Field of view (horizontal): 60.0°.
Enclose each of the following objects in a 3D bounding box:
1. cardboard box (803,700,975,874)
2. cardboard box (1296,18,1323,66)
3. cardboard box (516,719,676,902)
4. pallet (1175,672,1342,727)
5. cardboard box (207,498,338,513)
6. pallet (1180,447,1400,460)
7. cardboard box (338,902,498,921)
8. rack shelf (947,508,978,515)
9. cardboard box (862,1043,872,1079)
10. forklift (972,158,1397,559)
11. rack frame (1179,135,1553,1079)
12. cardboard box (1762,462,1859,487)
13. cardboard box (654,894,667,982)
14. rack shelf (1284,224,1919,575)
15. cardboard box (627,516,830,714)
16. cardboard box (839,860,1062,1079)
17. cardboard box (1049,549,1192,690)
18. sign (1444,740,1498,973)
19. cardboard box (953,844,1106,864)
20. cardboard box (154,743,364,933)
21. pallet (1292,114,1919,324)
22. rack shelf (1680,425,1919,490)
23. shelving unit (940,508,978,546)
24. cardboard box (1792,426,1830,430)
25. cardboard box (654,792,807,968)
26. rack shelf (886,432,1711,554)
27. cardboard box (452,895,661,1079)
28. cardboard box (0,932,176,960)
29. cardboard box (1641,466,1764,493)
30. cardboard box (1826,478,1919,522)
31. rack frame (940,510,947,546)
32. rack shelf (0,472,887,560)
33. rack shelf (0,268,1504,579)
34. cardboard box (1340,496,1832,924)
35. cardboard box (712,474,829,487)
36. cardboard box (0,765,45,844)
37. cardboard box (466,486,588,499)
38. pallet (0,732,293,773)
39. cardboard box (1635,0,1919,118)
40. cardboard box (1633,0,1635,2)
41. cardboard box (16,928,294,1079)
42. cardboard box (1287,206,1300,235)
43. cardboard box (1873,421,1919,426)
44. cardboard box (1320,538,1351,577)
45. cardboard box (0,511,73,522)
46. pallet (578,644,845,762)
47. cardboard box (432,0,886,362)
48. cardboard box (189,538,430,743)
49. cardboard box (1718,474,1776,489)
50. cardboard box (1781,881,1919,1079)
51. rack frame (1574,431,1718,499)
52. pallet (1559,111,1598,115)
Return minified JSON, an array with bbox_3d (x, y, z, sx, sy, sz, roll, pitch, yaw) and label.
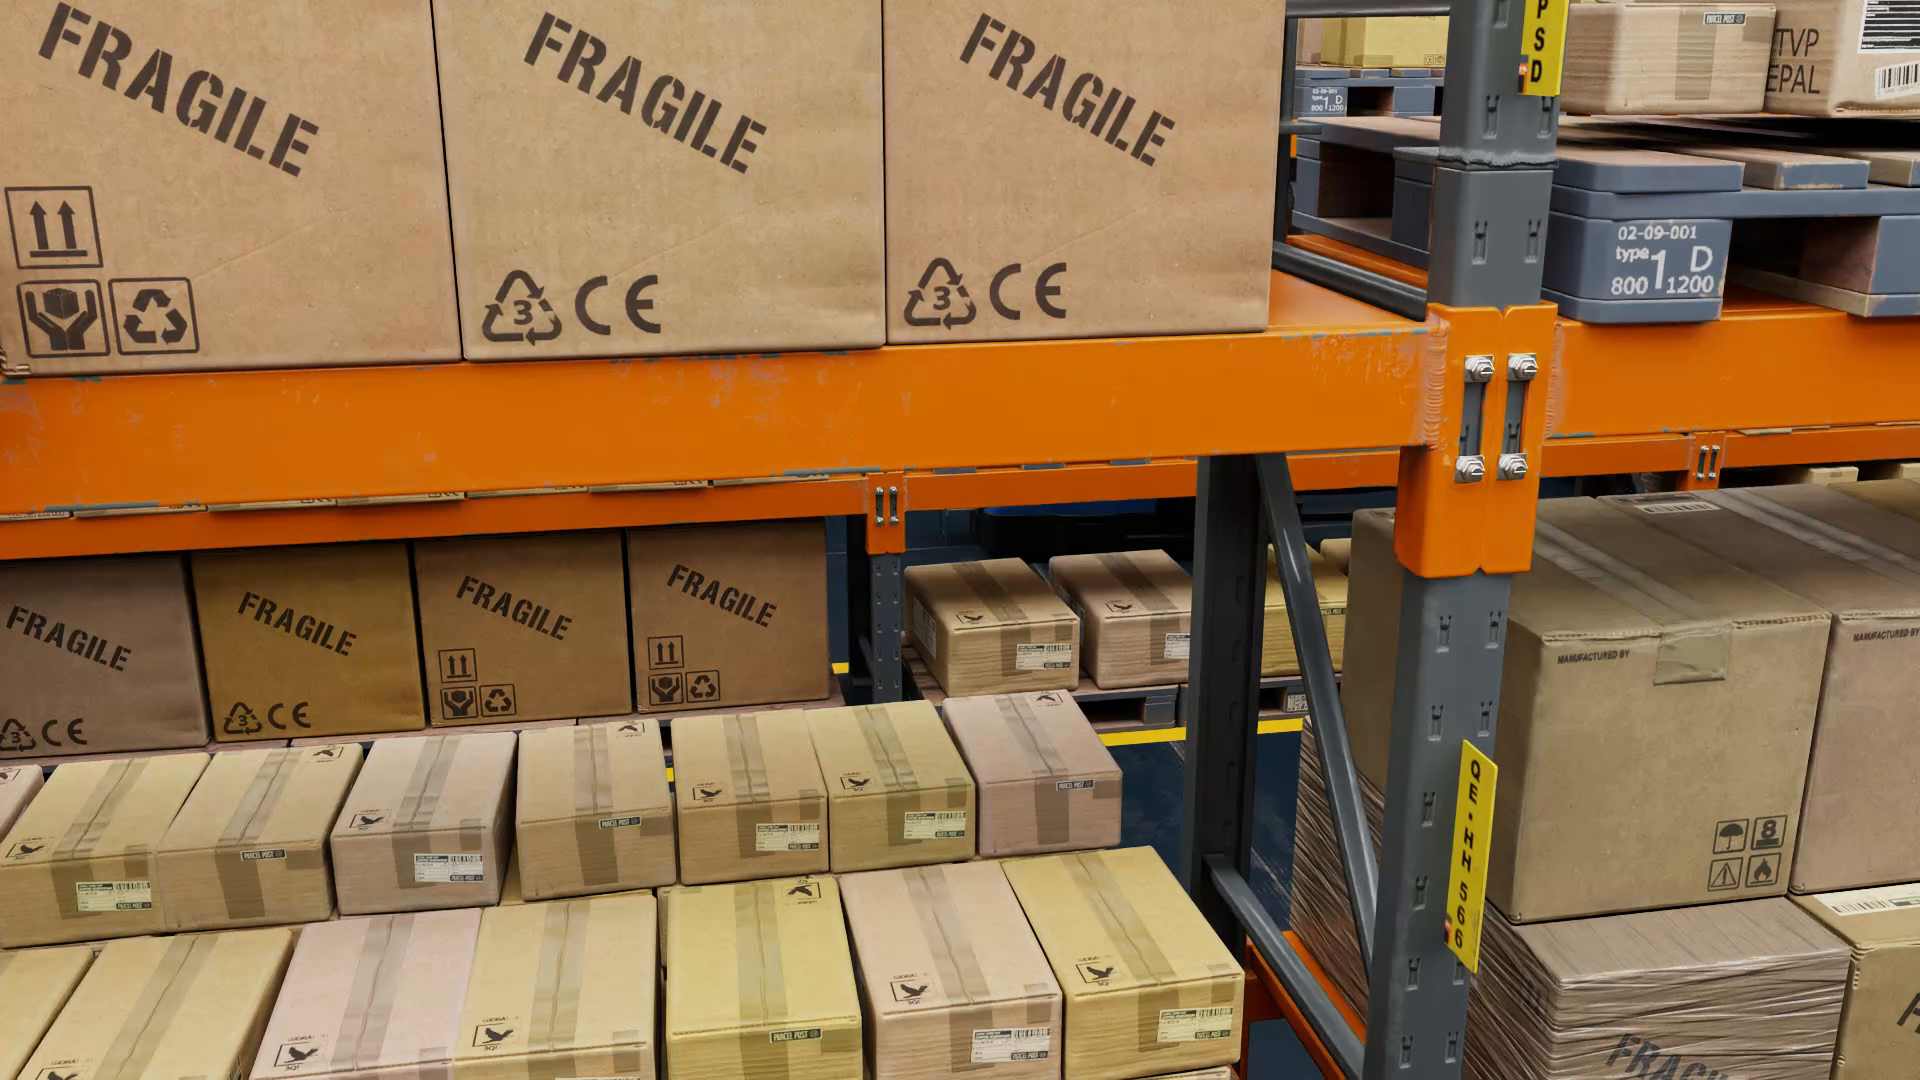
[{"bbox_3d":[-0.136,0.434,2.988,0.250,0.149,0.380,-4,17,-12],"label":"cardboard box"},{"bbox_3d":[1.869,-2.413,7.992,0.500,0.250,0.500,-3,17,-11],"label":"cardboard box"},{"bbox_3d":[-0.638,0.461,2.900,0.250,0.149,0.380,-4,18,-13],"label":"cardboard box"},{"bbox_3d":[1.543,0.615,8.449,1.213,0.211,1.003,-3,17,-10],"label":"pallet"},{"bbox_3d":[-2.851,-0.315,6.983,0.500,0.250,0.500,-3,17,-11],"label":"cardboard box"},{"bbox_3d":[1.516,-0.638,8.107,1.213,0.211,1.003,-3,17,-10],"label":"pallet"},{"bbox_3d":[-0.914,0.619,2.893,0.250,0.149,0.380,-3,17,-10],"label":"cardboard box"},{"bbox_3d":[-0.008,-0.226,10.741,0.200,0.077,0.258,-3,17,-10],"label":"rack shelf"},{"bbox_3d":[-0.042,0.765,2.418,0.250,0.149,0.380,-3,17,-8],"label":"cardboard box"},{"bbox_3d":[1.623,-1.439,10.505,3.031,2.935,1.130,-1,17,-4],"label":"forklift"},{"bbox_3d":[0.618,0.814,3.053,0.127,3.000,1.000,-3,17,-10],"label":"rack frame"},{"bbox_3d":[4.272,-0.330,8.363,0.250,0.149,0.380,-3,17,-10],"label":"cardboard box"},{"bbox_3d":[-0.652,0.745,2.989,0.250,0.149,0.380,-2,17,-8],"label":"cardboard box"},{"bbox_3d":[2.582,-0.388,3.081,4.000,0.370,1.077,-3,17,-10],"label":"rack shelf"},{"bbox_3d":[-1.114,0.222,7.884,0.875,0.875,0.875,-3,17,-11],"label":"cardboard box"},{"bbox_3d":[-0.023,0.622,2.379,0.250,0.149,0.380,-3,17,-11],"label":"cardboard box"},{"bbox_3d":[0.859,0.376,8.240,0.625,0.372,0.950,-4,17,-12],"label":"cardboard box"},{"bbox_3d":[0.730,0.454,2.387,0.005,0.325,0.100,-3,17,-10],"label":"sign"},{"bbox_3d":[0.106,0.560,3.086,0.250,0.149,0.380,-2,17,-8],"label":"cardboard box"},{"bbox_3d":[-1.163,0.492,2.799,0.250,0.149,0.380,-3,17,-9],"label":"cardboard box"},{"bbox_3d":[1.240,-0.581,2.807,1.003,0.211,1.213,-2,17,-8],"label":"pallet"},{"bbox_3d":[5.471,-0.598,8.875,4.000,0.370,1.077,-3,17,-10],"label":"rack shelf"},{"bbox_3d":[-0.008,-0.430,10.678,0.210,0.900,0.258,-3,17,-10],"label":"shelving unit"},{"bbox_3d":[4.115,-0.664,8.294,0.250,0.149,0.380,-3,17,-9],"label":"cardboard box"},{"bbox_3d":[-0.422,0.592,2.983,0.250,0.149,0.380,-4,17,-12],"label":"cardboard box"},{"bbox_3d":[1.544,-0.375,8.149,4.000,0.370,1.077,-3,17,-10],"label":"rack shelf"},{"bbox_3d":[-0.542,0.652,2.279,0.250,0.149,0.380,-3,17,-9],"label":"cardboard box"},{"bbox_3d":[-1.423,0.648,2.798,0.250,0.149,0.380,-3,17,-8],"label":"cardboard box"},{"bbox_3d":[4.037,-0.185,8.997,0.500,0.500,0.500,-3,17,-11],"label":"cardboard box"},{"bbox_3d":[2.060,0.208,3.152,0.500,0.500,0.700,-4,17,-11],"label":"cardboard box"},{"bbox_3d":[-0.108,-0.424,10.660,0.006,0.900,0.240,-3,17,-10],"label":"rack frame"},{"bbox_3d":[-2.384,-0.152,7.424,4.000,0.370,1.077,-3,17,-10],"label":"rack shelf"},{"bbox_3d":[-1.346,-0.165,2.356,4.000,0.370,1.077,-3,17,-10],"label":"rack shelf"},{"bbox_3d":[1.061,0.266,2.964,0.500,0.500,0.700,-3,17,-11],"label":"cardboard box"},{"bbox_3d":[-0.867,-0.433,7.368,0.500,0.250,0.500,-4,17,-12],"label":"cardboard box"},{"bbox_3d":[-1.672,0.521,2.707,0.250,0.149,0.380,-4,18,-13],"label":"cardboard box"},{"bbox_3d":[-1.864,-0.376,7.184,0.500,0.250,0.500,-3,17,-11],"label":"cardboard box"},{"bbox_3d":[-3.604,0.884,7.576,1.213,0.211,1.003,-3,17,-10],"label":"pallet"},{"bbox_3d":[1.371,-0.803,2.474,0.500,0.311,0.500,-3,17,-10],"label":"cardboard box"},{"bbox_3d":[1.587,-0.971,3.021,0.500,0.311,0.500,-3,17,-10],"label":"cardboard box"},{"bbox_3d":[-1.046,0.680,2.190,0.250,0.149,0.380,-2,17,-8],"label":"cardboard box"},{"bbox_3d":[2.952,-2.412,13.385,0.500,0.500,0.500,-3,17,-11],"label":"cardboard box"},{"bbox_3d":[4.620,-0.692,8.383,0.250,0.149,0.380,-3,17,-9],"label":"cardboard box"},{"bbox_3d":[2.287,0.296,8.499,0.625,0.372,0.950,-2,17,-7],"label":"cardboard box"},{"bbox_3d":[-3.865,-0.261,6.810,0.500,0.250,0.500,-4,17,-12],"label":"cardboard box"},{"bbox_3d":[-1.209,0.748,8.018,1.213,0.211,1.003,-3,17,-10],"label":"pallet"},{"bbox_3d":[-0.383,-0.531,2.153,0.500,0.500,0.500,-3,17,-10],"label":"cardboard box"},{"bbox_3d":[-2.869,0.320,7.564,0.875,0.875,0.875,-3,17,-9],"label":"cardboard box"},{"bbox_3d":[4.138,-0.030,8.492,0.500,0.500,0.500,-2,17,-8],"label":"cardboard box"},{"bbox_3d":[1.609,0.790,2.962,0.500,0.500,0.500,-3,17,-11],"label":"cardboard box"},{"bbox_3d":[3.507,-0.830,8.406,0.127,3.000,1.000,-3,17,-10],"label":"rack frame"},{"bbox_3d":[2.881,-2.171,7.981,1.003,0.211,1.213,-3,17,-10],"label":"pallet"}]
